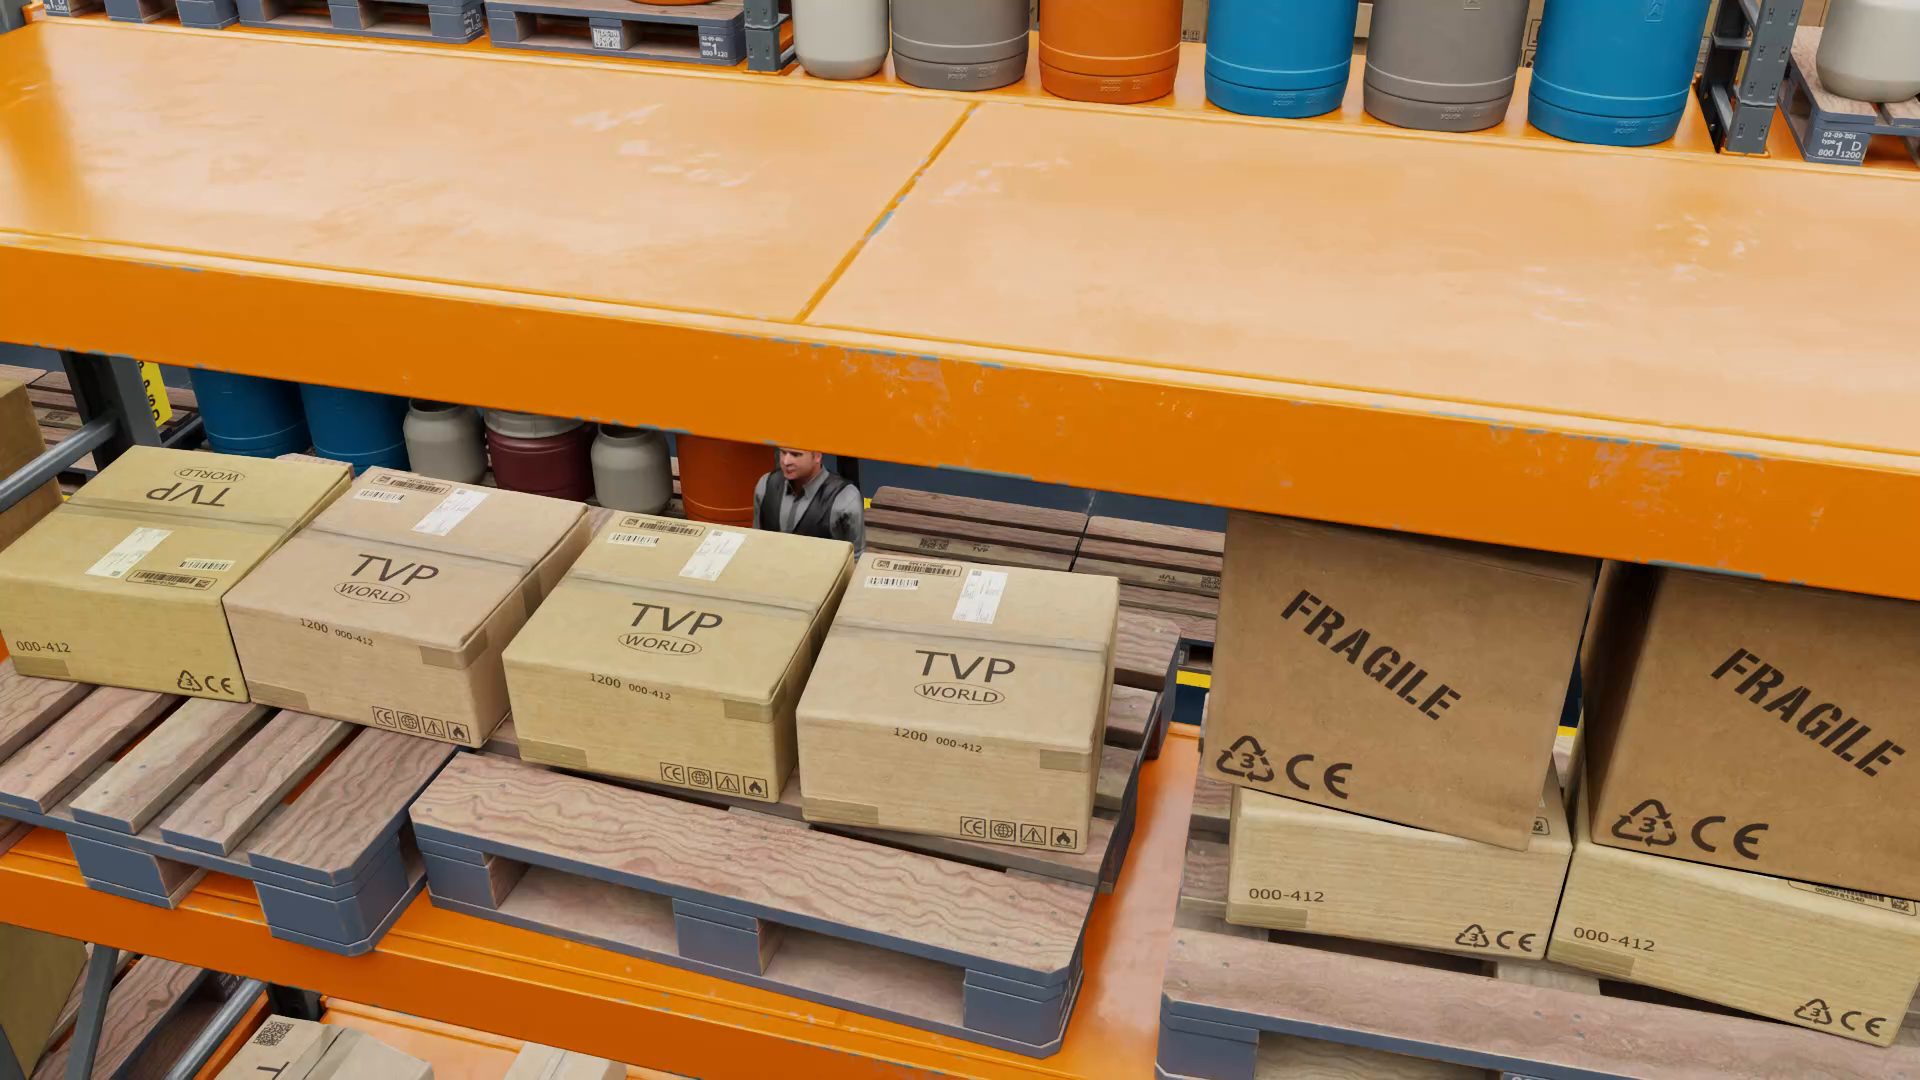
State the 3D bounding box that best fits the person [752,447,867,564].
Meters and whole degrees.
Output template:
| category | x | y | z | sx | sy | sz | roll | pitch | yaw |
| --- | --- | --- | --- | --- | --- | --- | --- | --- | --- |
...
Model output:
| category | x | y | z | sx | sy | sz | roll | pitch | yaw |
| --- | --- | --- | --- | --- | --- | --- | --- | --- | --- |
| person | -0.668 | 0.291 | 7.210 | 0.563 | 1.749 | 0.401 | 16 | 36 | 23 |
